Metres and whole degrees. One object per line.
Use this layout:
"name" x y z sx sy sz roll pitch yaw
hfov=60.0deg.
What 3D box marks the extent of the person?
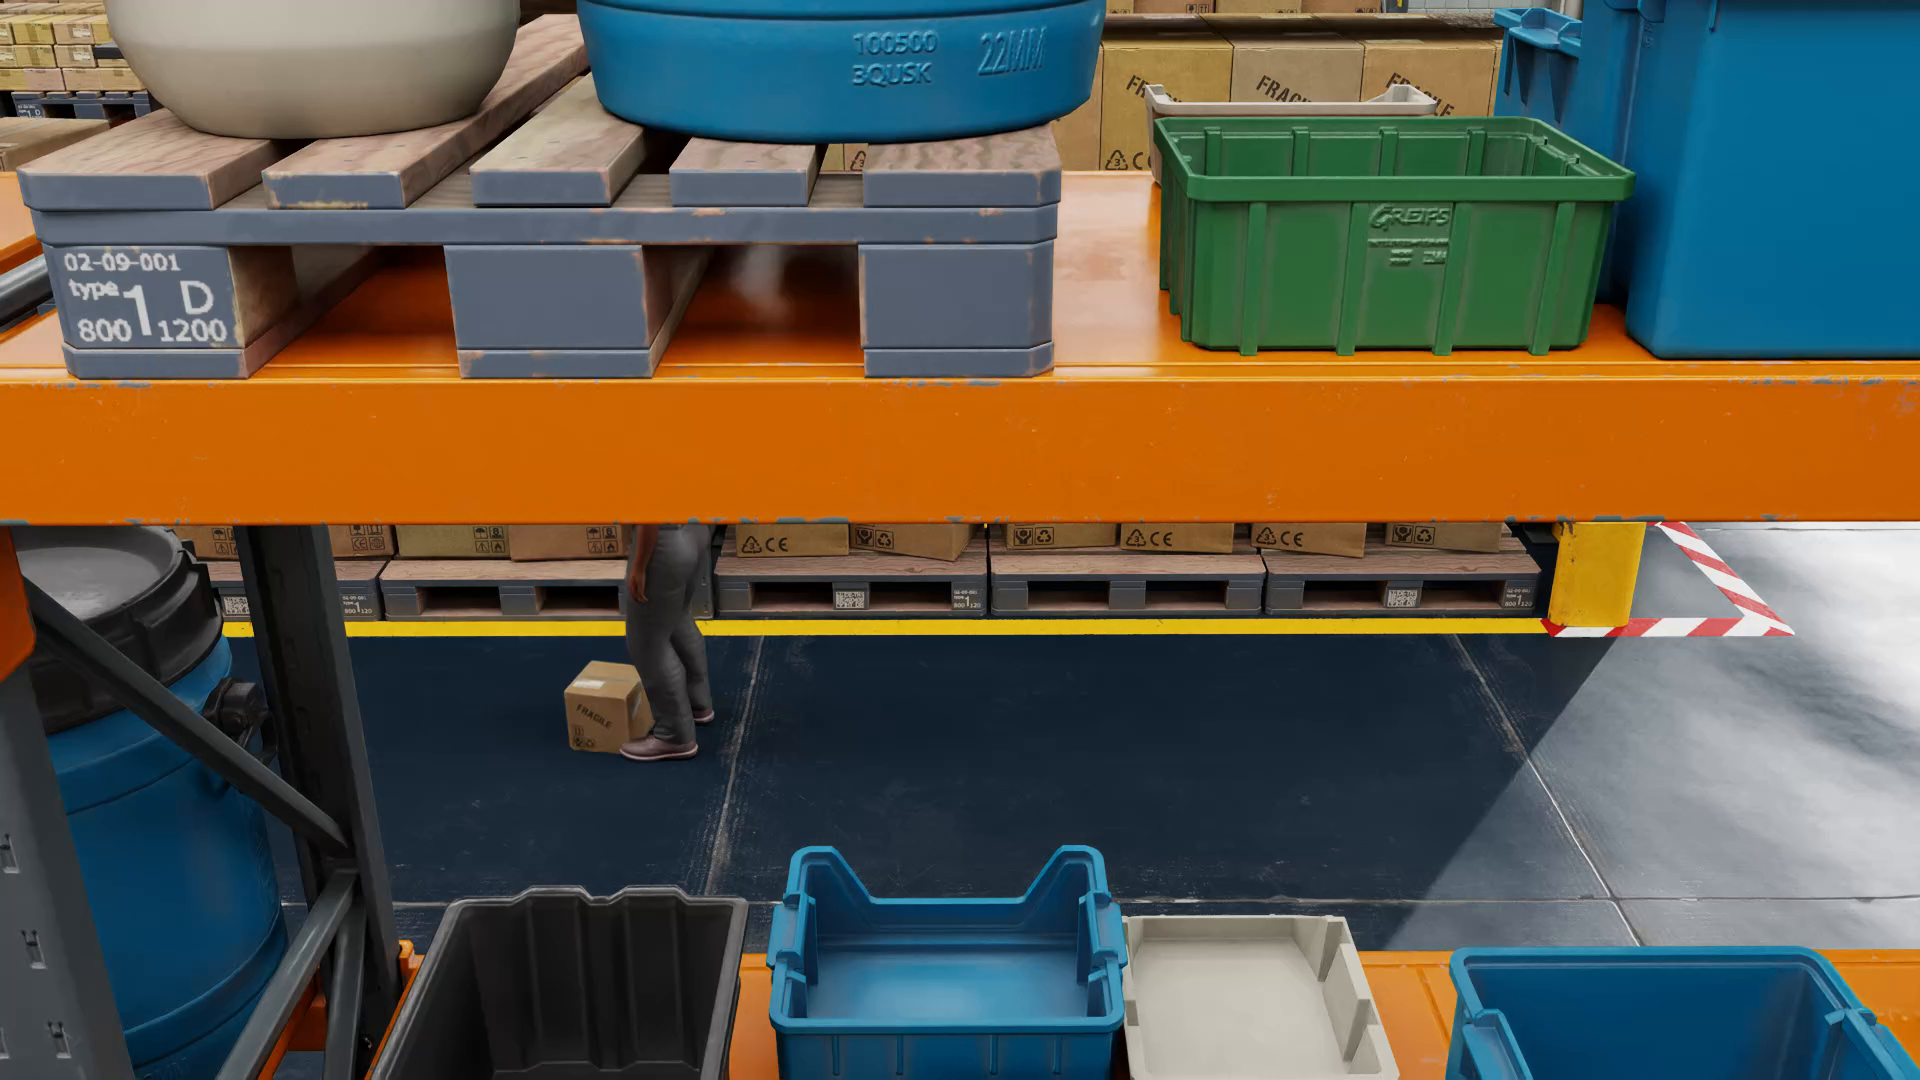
"person" -1.104 0.015 6.078 0.348 1.653 0.512 3 24 6
